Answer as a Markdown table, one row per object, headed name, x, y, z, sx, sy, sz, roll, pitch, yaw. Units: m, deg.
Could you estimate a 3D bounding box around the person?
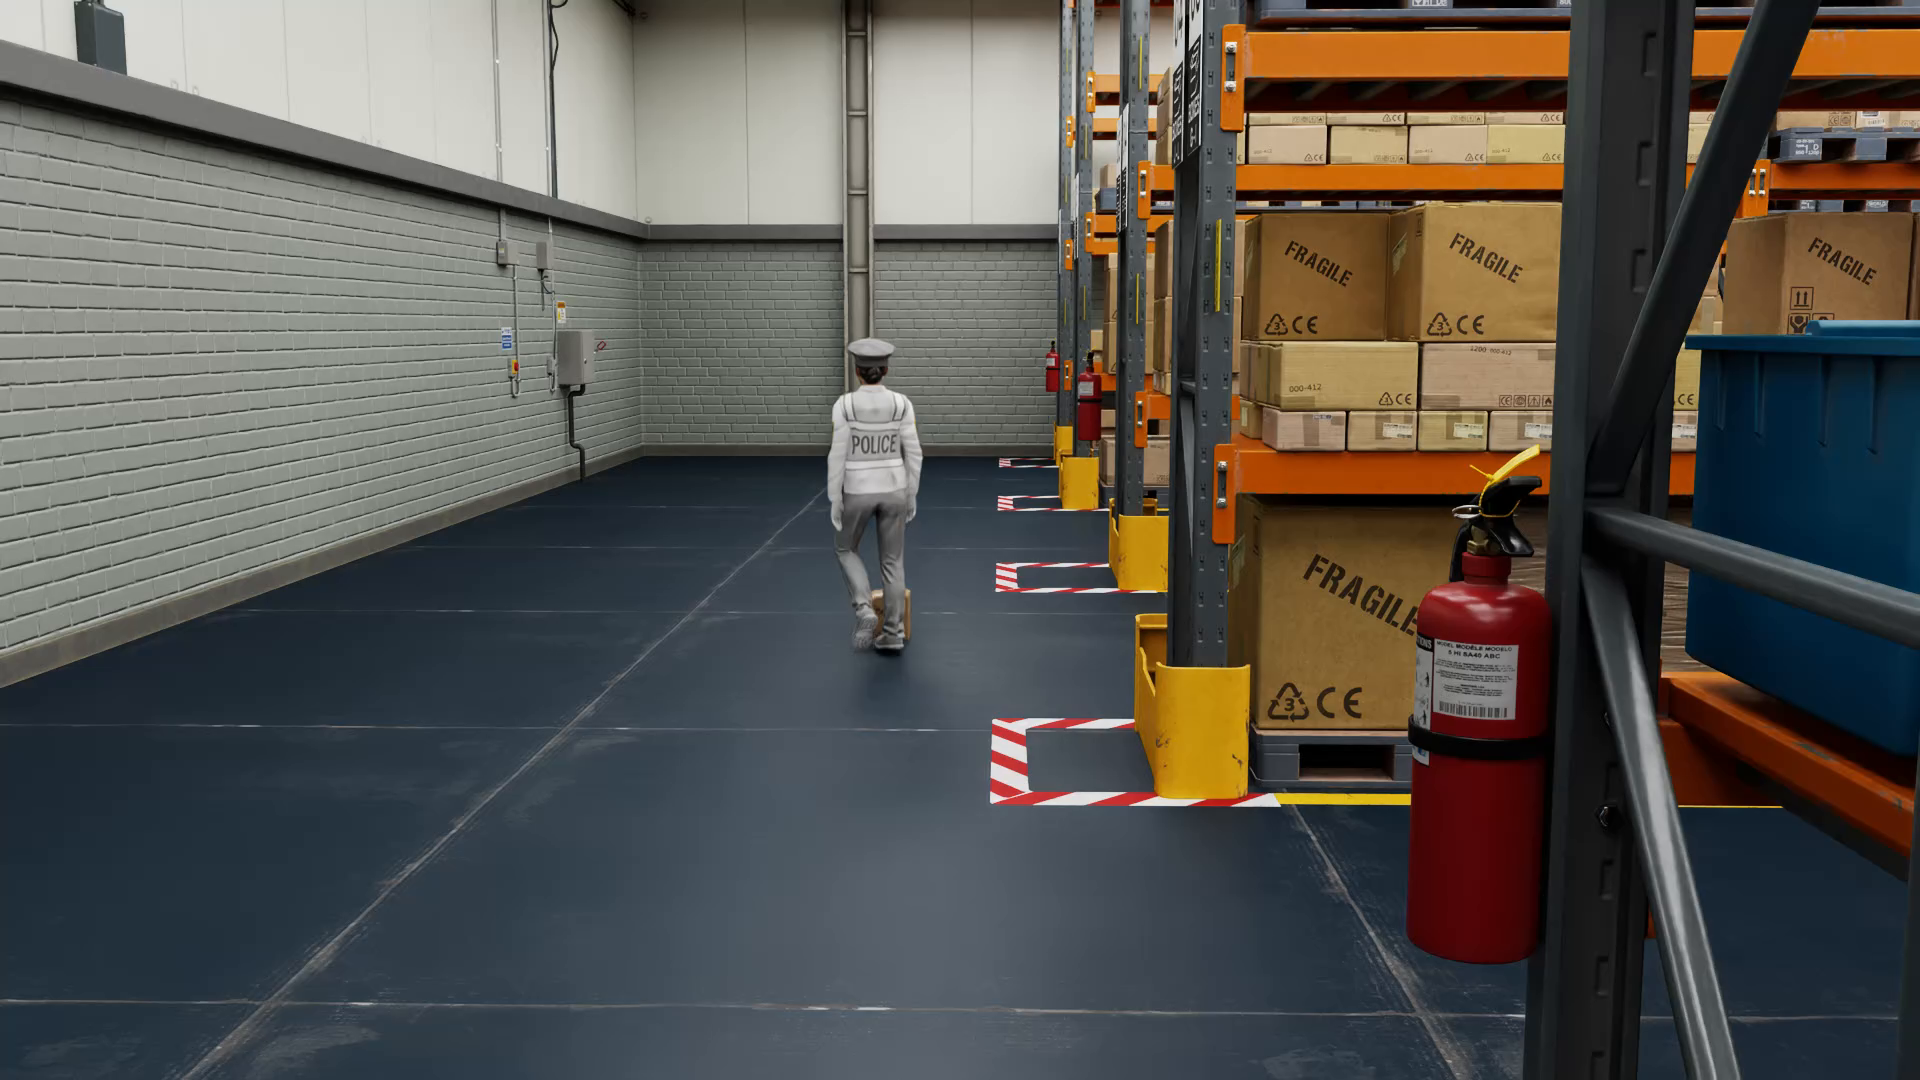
| name | x | y | z | sx | sy | sz | roll | pitch | yaw |
| --- | --- | --- | --- | --- | --- | --- | --- | --- | --- |
| person | -0.465 | -0.230 | 8.869 | 0.516 | 1.685 | 0.481 | -2 | 8 | -13 |
